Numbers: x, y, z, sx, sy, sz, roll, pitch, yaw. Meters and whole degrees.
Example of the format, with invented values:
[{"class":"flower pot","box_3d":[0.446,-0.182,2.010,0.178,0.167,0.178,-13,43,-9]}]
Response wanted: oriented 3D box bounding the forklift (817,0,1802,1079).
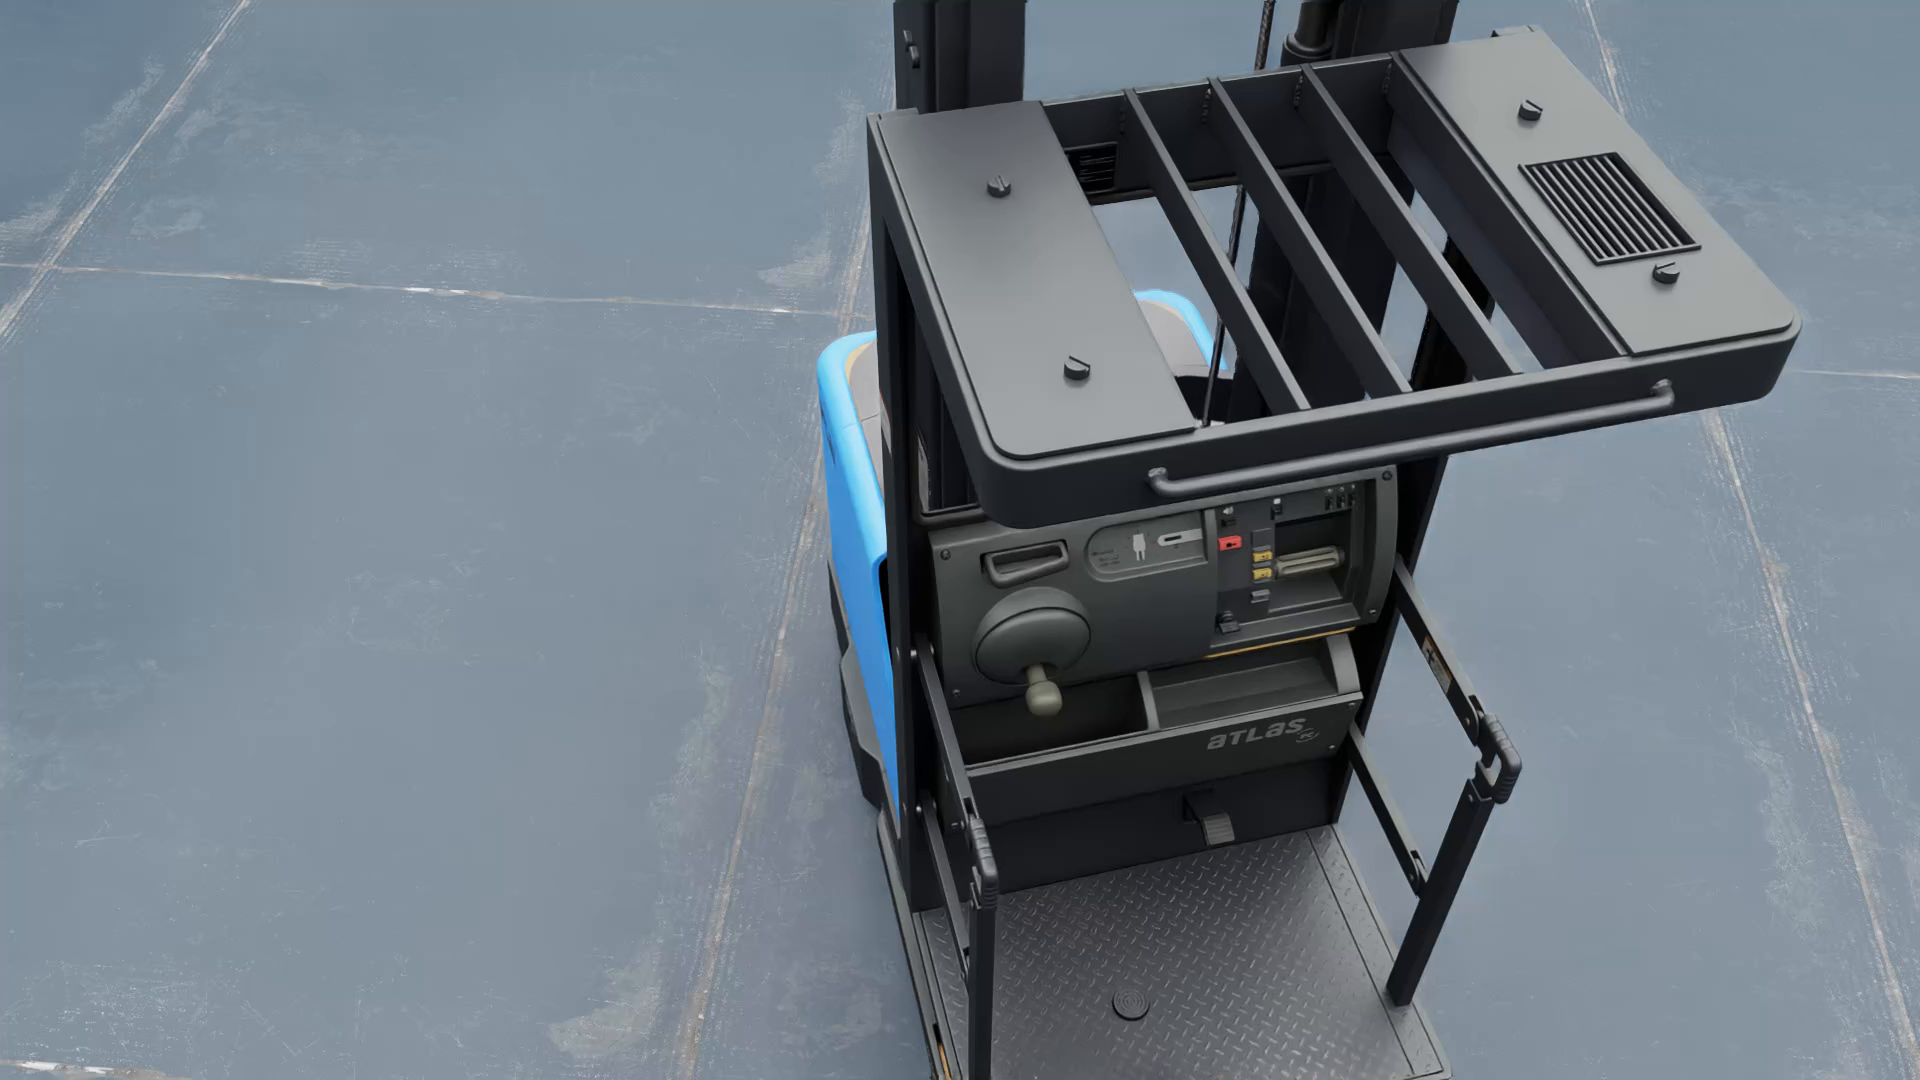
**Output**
[{"class":"forklift","box_3d":[0.459,0.191,3.089,1.130,2.935,3.031,-10,48,-9]}]
